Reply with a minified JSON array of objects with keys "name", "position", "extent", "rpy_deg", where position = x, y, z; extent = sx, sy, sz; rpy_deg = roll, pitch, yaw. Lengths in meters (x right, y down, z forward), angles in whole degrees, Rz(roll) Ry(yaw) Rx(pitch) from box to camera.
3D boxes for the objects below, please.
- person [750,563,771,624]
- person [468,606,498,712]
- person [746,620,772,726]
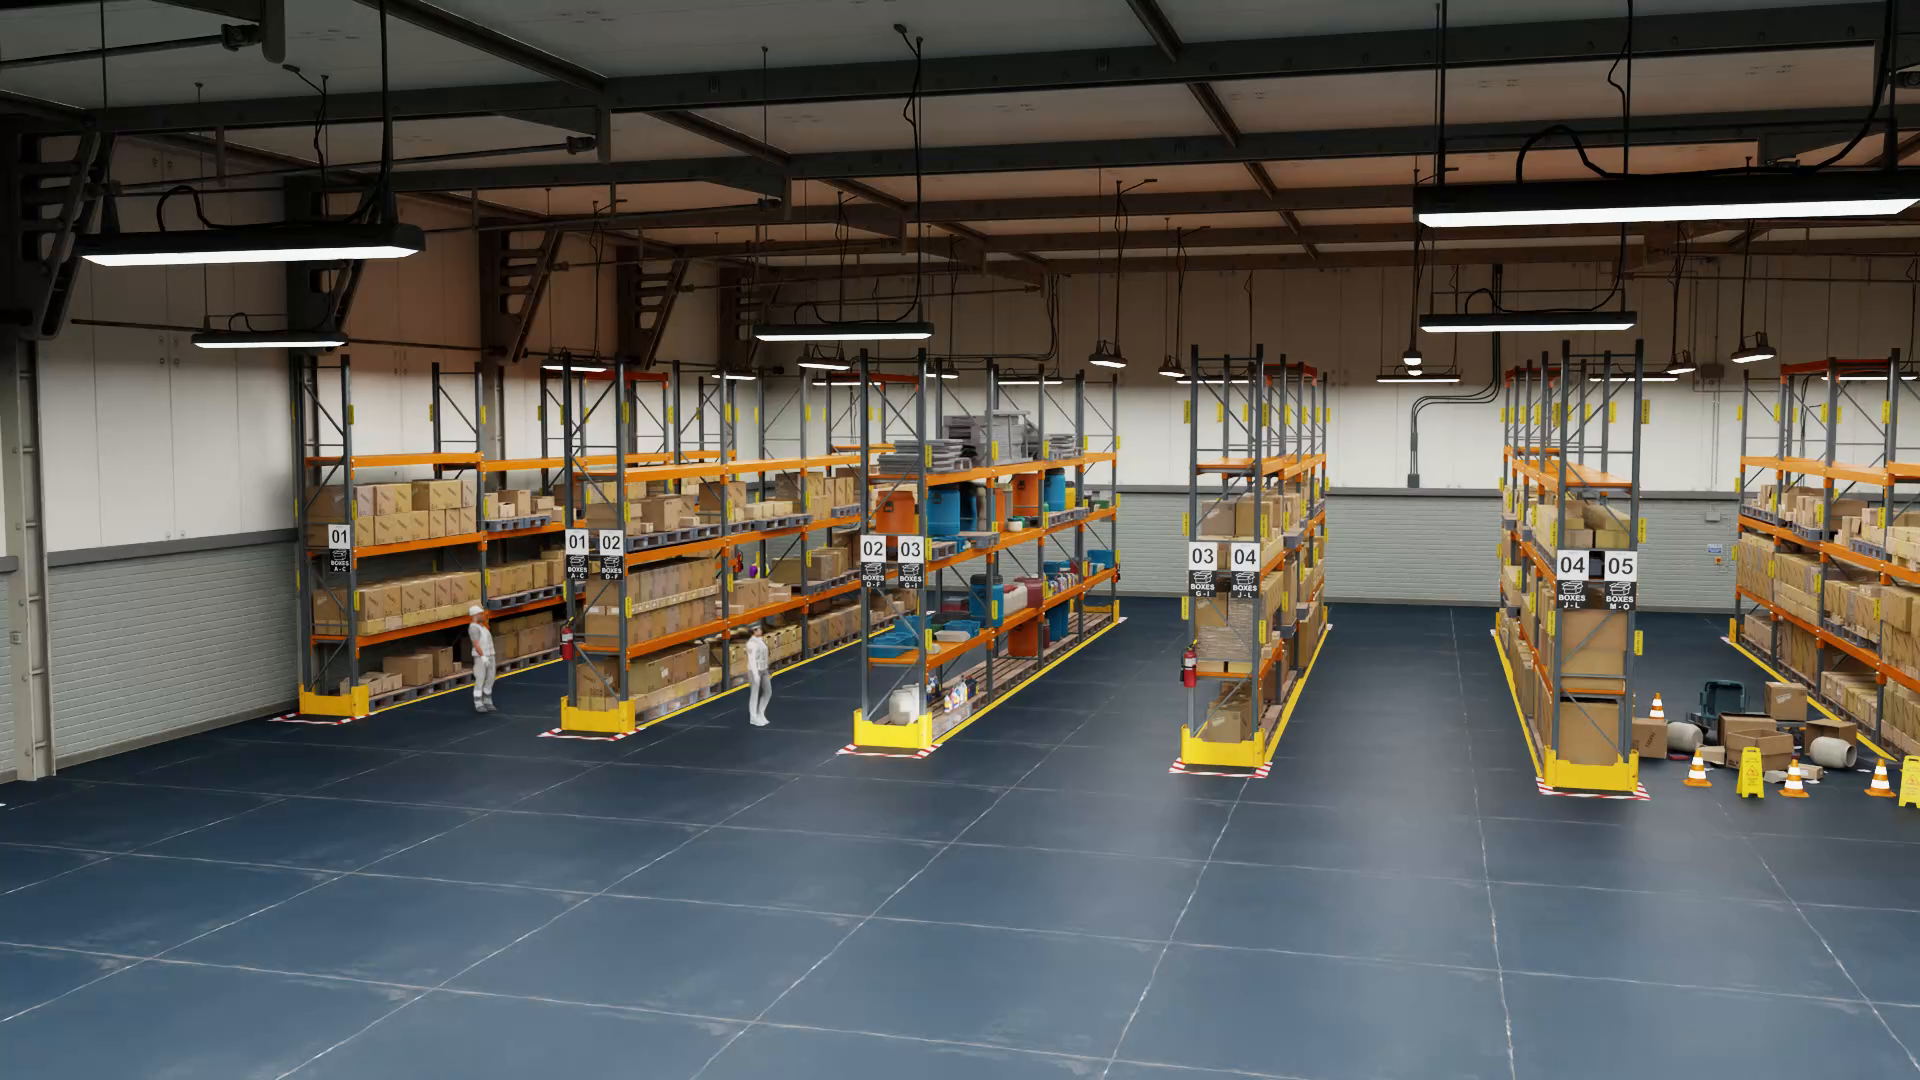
[{"name":"person","position":[-4.653,1.155,39.562],"extent":[0.571,1.763,0.601],"rpy_deg":[2,5,30]},{"name":"person","position":[-8.024,2.020,28.114],"extent":[0.597,1.832,0.633],"rpy_deg":[2,5,24]},{"name":"person","position":[-3.274,2.165,26.962],"extent":[0.369,1.741,0.545],"rpy_deg":[2,5,26]}]
